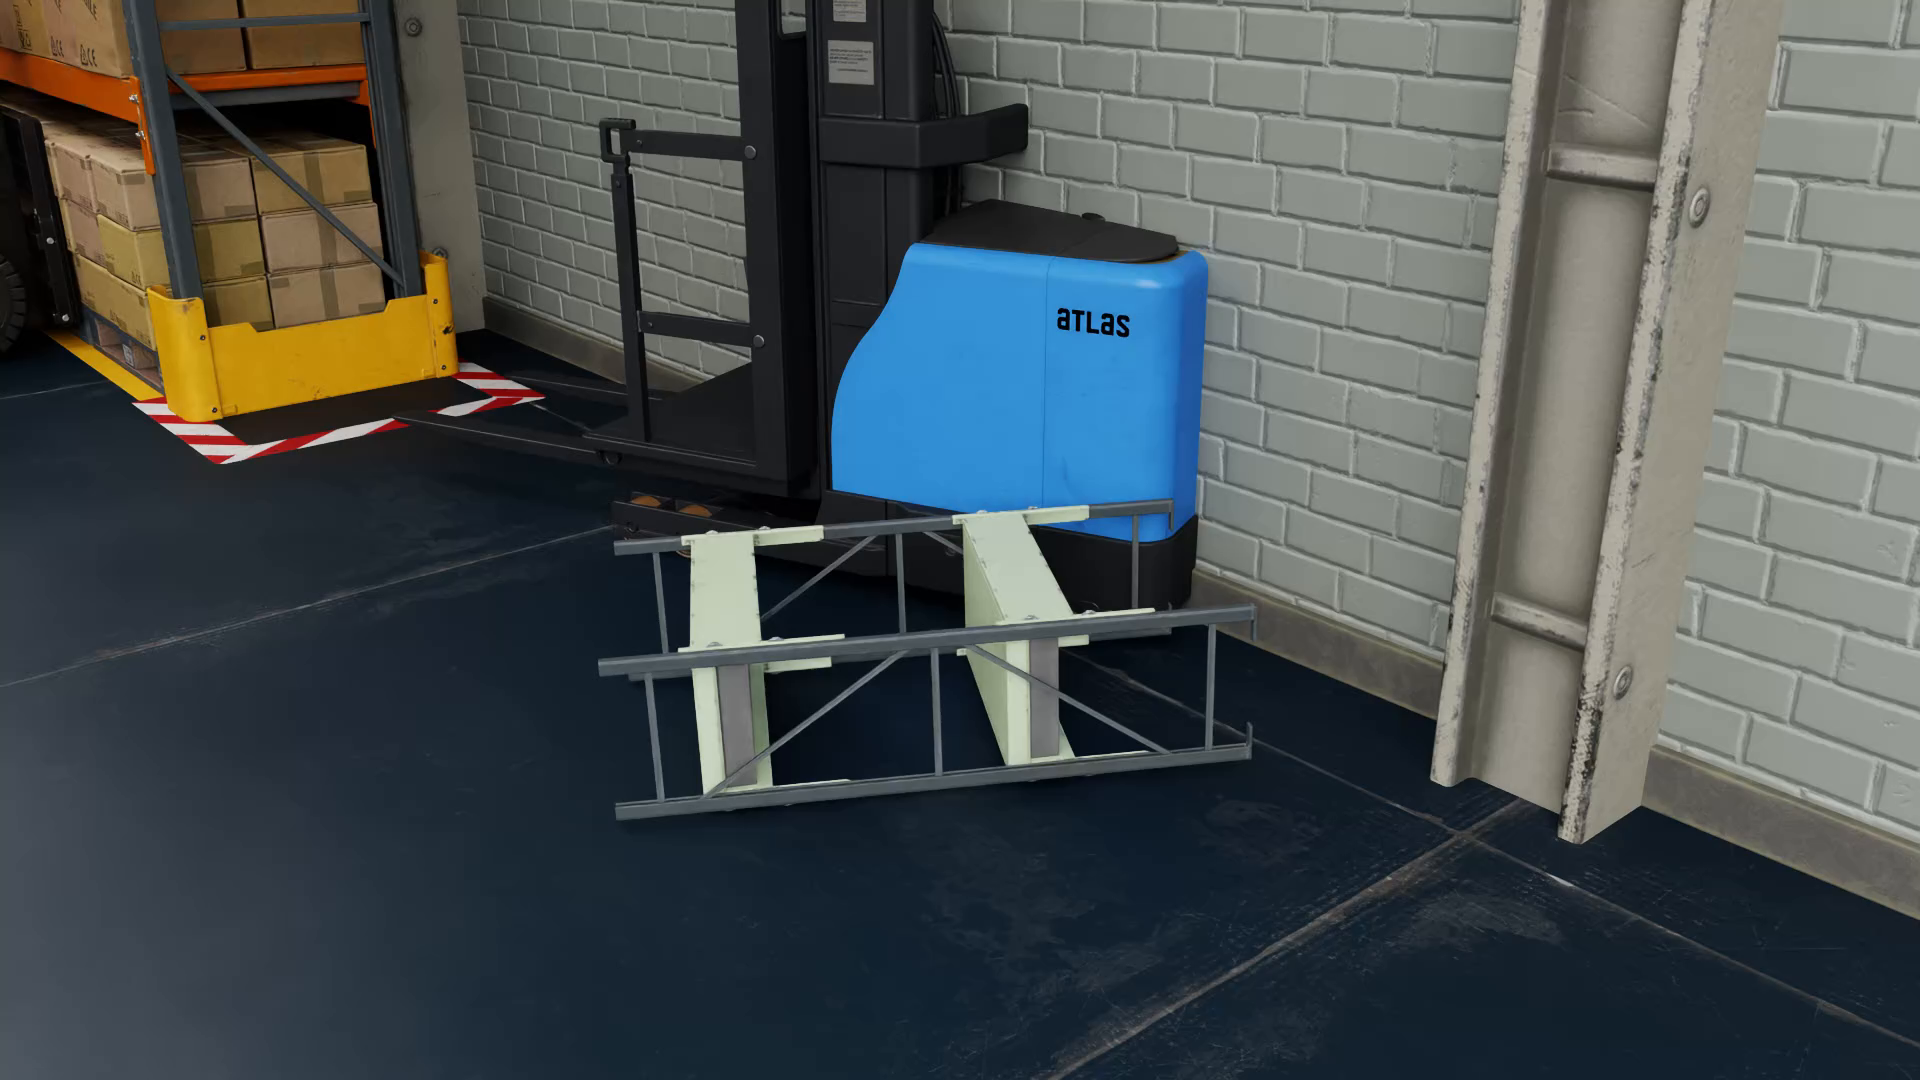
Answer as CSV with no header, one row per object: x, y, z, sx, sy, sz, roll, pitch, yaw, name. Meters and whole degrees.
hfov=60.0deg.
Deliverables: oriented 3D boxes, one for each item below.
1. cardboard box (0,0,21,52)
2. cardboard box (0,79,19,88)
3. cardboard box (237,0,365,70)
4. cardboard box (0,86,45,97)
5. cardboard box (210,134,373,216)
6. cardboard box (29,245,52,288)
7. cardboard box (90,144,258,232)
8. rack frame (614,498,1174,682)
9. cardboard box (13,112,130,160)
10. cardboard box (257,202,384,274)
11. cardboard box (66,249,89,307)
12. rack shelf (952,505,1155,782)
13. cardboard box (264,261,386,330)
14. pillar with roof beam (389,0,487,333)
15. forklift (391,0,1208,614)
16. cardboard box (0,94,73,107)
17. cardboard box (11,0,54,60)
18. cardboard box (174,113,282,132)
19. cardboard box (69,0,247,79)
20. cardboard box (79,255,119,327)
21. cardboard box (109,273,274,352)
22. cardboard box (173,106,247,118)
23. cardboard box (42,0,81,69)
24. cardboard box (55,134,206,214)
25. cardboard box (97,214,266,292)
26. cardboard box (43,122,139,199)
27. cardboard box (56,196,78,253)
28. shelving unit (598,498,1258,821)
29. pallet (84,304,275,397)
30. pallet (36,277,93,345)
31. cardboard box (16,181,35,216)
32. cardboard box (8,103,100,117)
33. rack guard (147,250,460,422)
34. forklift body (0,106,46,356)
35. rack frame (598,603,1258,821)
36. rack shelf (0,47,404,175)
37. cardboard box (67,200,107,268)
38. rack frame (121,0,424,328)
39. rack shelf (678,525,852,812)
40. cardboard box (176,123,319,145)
-4.292,-2.597,7.863,0.500,0.500,0.500,-17,27,-37,cardboard box
-6.229,-2.606,10.705,0.875,0.625,0.625,-18,28,-38,cardboard box
-2.882,-2.303,7.113,0.500,0.500,0.500,-16,27,-36,cardboard box
-5.302,-2.331,9.145,0.500,0.250,0.500,-18,28,-38,cardboard box
-2.939,-1.612,7.310,0.500,0.250,0.500,-18,28,-38,cardboard box
-4.308,-1.441,8.245,0.500,0.250,0.500,-16,27,-36,cardboard box
-3.305,-1.487,6.991,0.500,0.250,0.500,-16,27,-36,cardboard box
-0.156,0.133,4.507,1.500,0.400,0.023,-4,21,-7,rack frame
-4.305,-1.906,8.060,0.500,0.250,0.500,-18,28,-38,cardboard box
-2.918,-1.381,7.405,0.500,0.250,0.500,-17,27,-36,cardboard box
-3.952,-1.303,7.892,0.500,0.250,0.500,-17,27,-37,cardboard box
0.220,0.238,4.210,0.370,0.431,0.720,-4,21,-7,rack shelf
-2.941,-1.151,7.503,0.500,0.250,0.500,-17,27,-37,cardboard box
-5.802,-4.229,3.942,9.100,9.000,0.400,-17,27,-37,pillar with roof beam
-0.561,-1.467,5.212,3.031,2.935,1.130,10,24,25,forklift
-4.975,-2.187,8.779,0.500,0.250,0.500,-17,27,-37,cardboard box
-3.955,-2.460,7.515,0.500,0.500,0.500,-18,28,-38,cardboard box
-3.586,-1.890,8.019,0.500,0.250,0.500,-18,27,-38,cardboard box
-3.289,-2.173,6.783,0.500,0.500,0.500,-18,28,-39,cardboard box
-3.632,-1.163,7.534,0.500,0.250,0.500,-17,27,-37,cardboard box
-3.315,-1.023,7.178,0.500,0.250,0.500,-17,27,-37,cardboard box
-3.915,-2.033,8.385,0.500,0.250,0.500,-18,28,-38,cardboard box
-3.620,-2.319,7.154,0.500,0.500,0.500,-16,27,-36,cardboard box
-3.643,-1.627,7.348,0.500,0.250,0.500,-17,27,-36,cardboard box
-3.323,-1.261,7.100,0.500,0.250,0.500,-18,28,-38,cardboard box
-3.980,-1.764,7.698,0.500,0.250,0.500,-17,27,-37,cardboard box
-3.995,-1.540,7.812,0.500,0.250,0.500,-18,28,-39,cardboard box
-0.103,0.264,4.169,1.500,0.431,0.755,-4,21,-7,shelving unit
-3.300,-0.956,7.636,1.003,0.211,1.213,-17,27,-37,pallet
-4.092,-1.293,8.496,1.003,0.211,1.213,-17,27,-37,pallet
-4.319,-1.679,8.167,0.500,0.250,0.500,-18,27,-38,cardboard box
-4.642,-2.052,8.435,0.500,0.250,0.500,-16,27,-36,cardboard box
-2.753,-0.883,7.052,1.175,0.500,0.348,-17,27,-37,rack guard
-5.388,-1.748,6.997,2.313,2.155,1.214,-17,27,-37,forklift body
-0.050,0.394,3.831,1.500,0.400,0.023,-4,21,-7,rack frame
-4.074,-2.271,8.155,1.077,0.370,4.000,-17,27,-37,rack shelf
-3.642,-1.402,7.461,0.500,0.250,0.500,-18,28,-38,cardboard box
-2.769,-2.053,6.613,1.000,3.000,0.127,-17,27,-37,rack frame
-0.489,0.294,4.120,0.370,0.431,0.720,-4,21,-7,rack shelf
-3.268,-1.749,7.660,0.500,0.250,0.500,-17,27,-37,cardboard box
